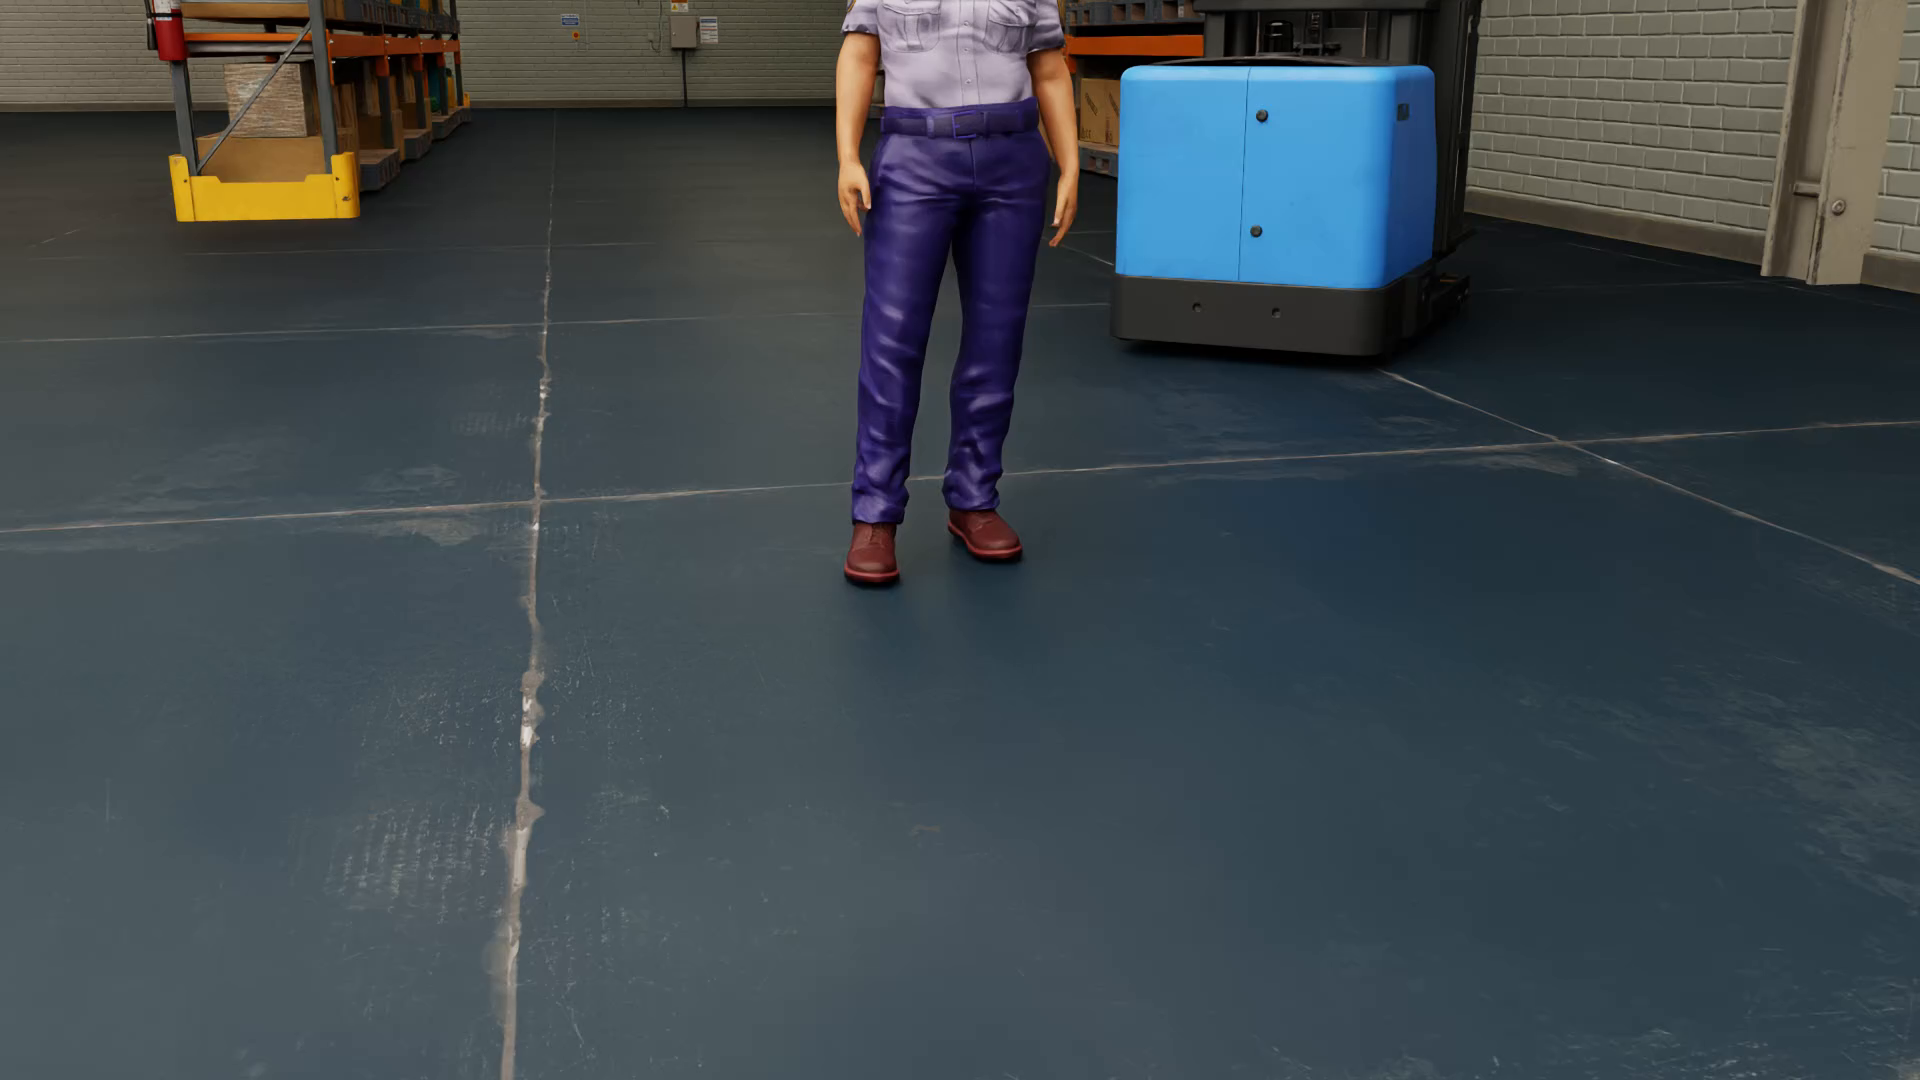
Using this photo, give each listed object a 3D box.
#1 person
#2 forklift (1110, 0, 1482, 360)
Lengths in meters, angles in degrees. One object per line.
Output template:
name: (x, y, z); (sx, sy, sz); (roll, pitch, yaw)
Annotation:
person: (-0.002, -0.772, 3.690); (0.598, 1.651, 0.503); (-4, 17, -12)
forklift: (1.665, -2.442, 7.094); (1.130, 2.935, 3.031); (8, 18, 24)
